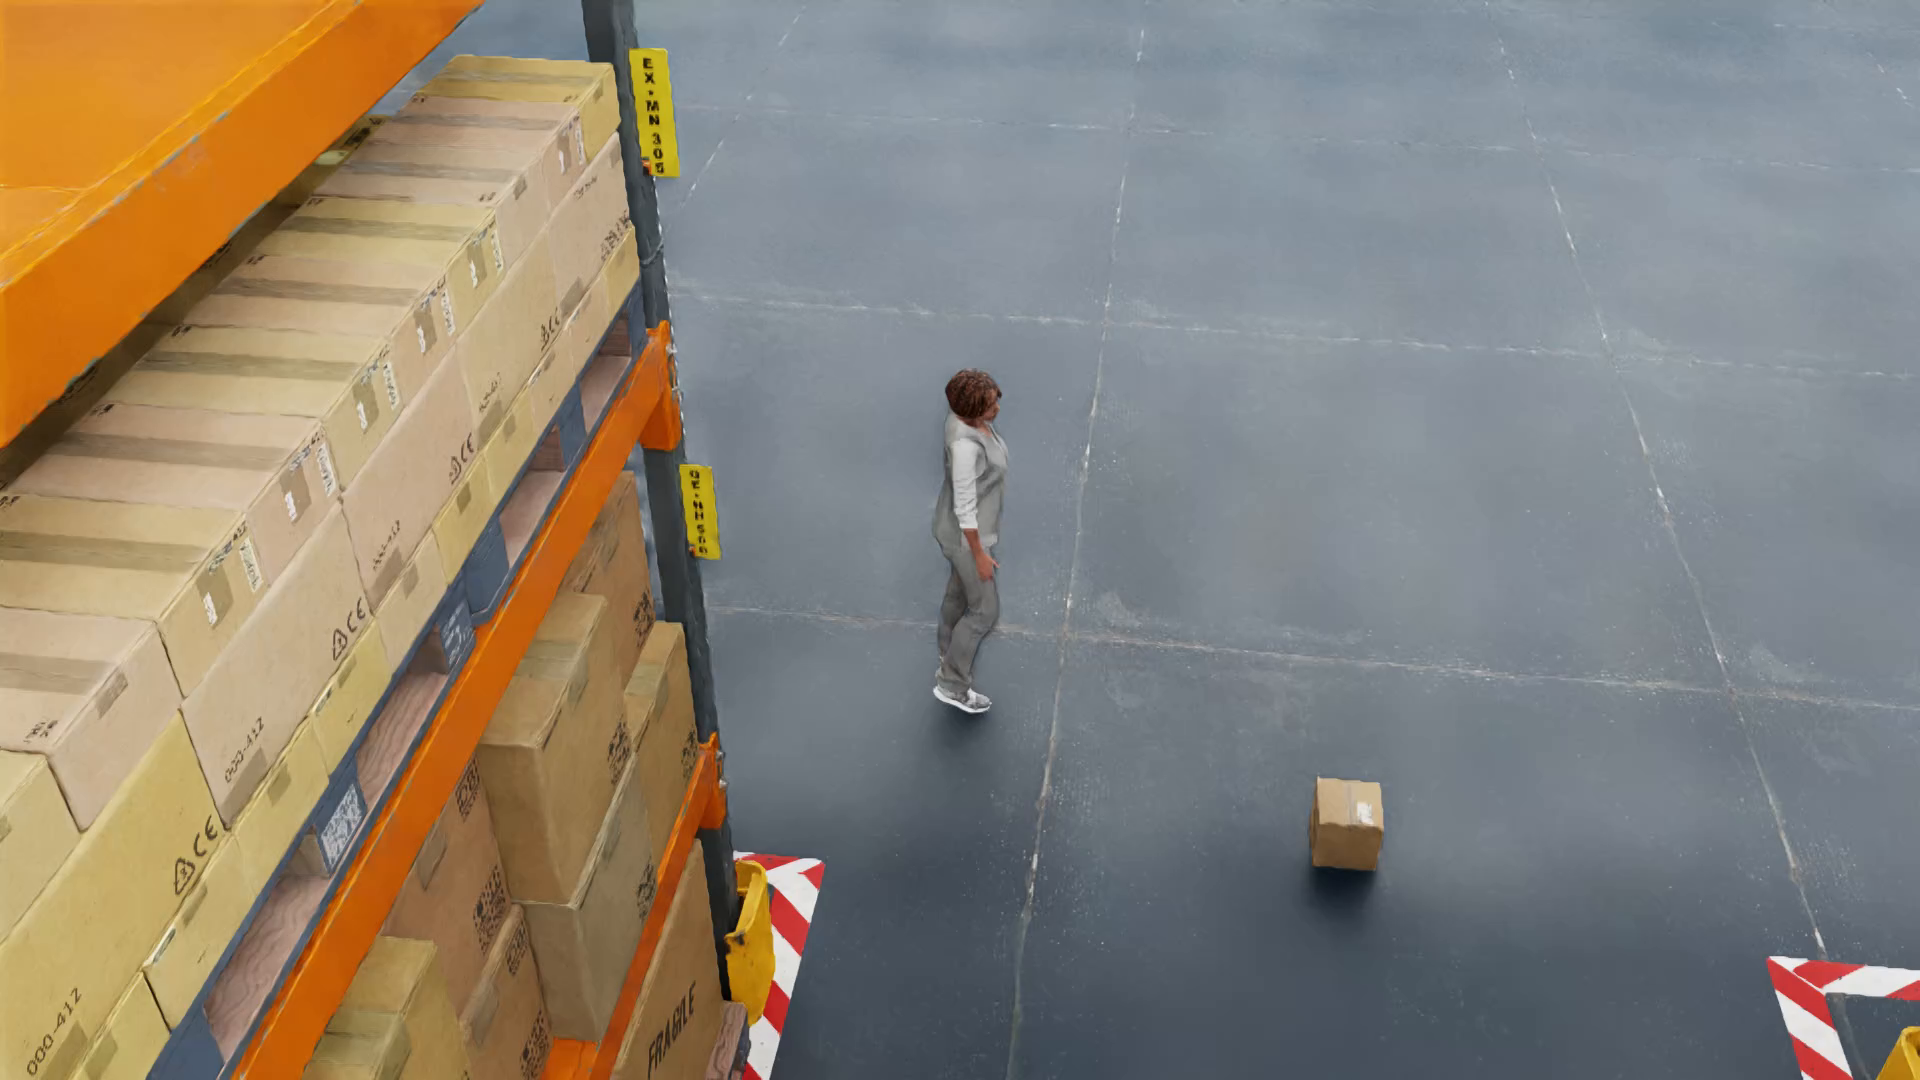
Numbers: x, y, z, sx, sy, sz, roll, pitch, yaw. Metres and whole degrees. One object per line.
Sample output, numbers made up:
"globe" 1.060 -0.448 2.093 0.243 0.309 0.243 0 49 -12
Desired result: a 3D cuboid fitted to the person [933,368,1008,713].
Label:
"person" 0.042 -0.032 7.061 0.318 1.616 0.555 0 37 0
